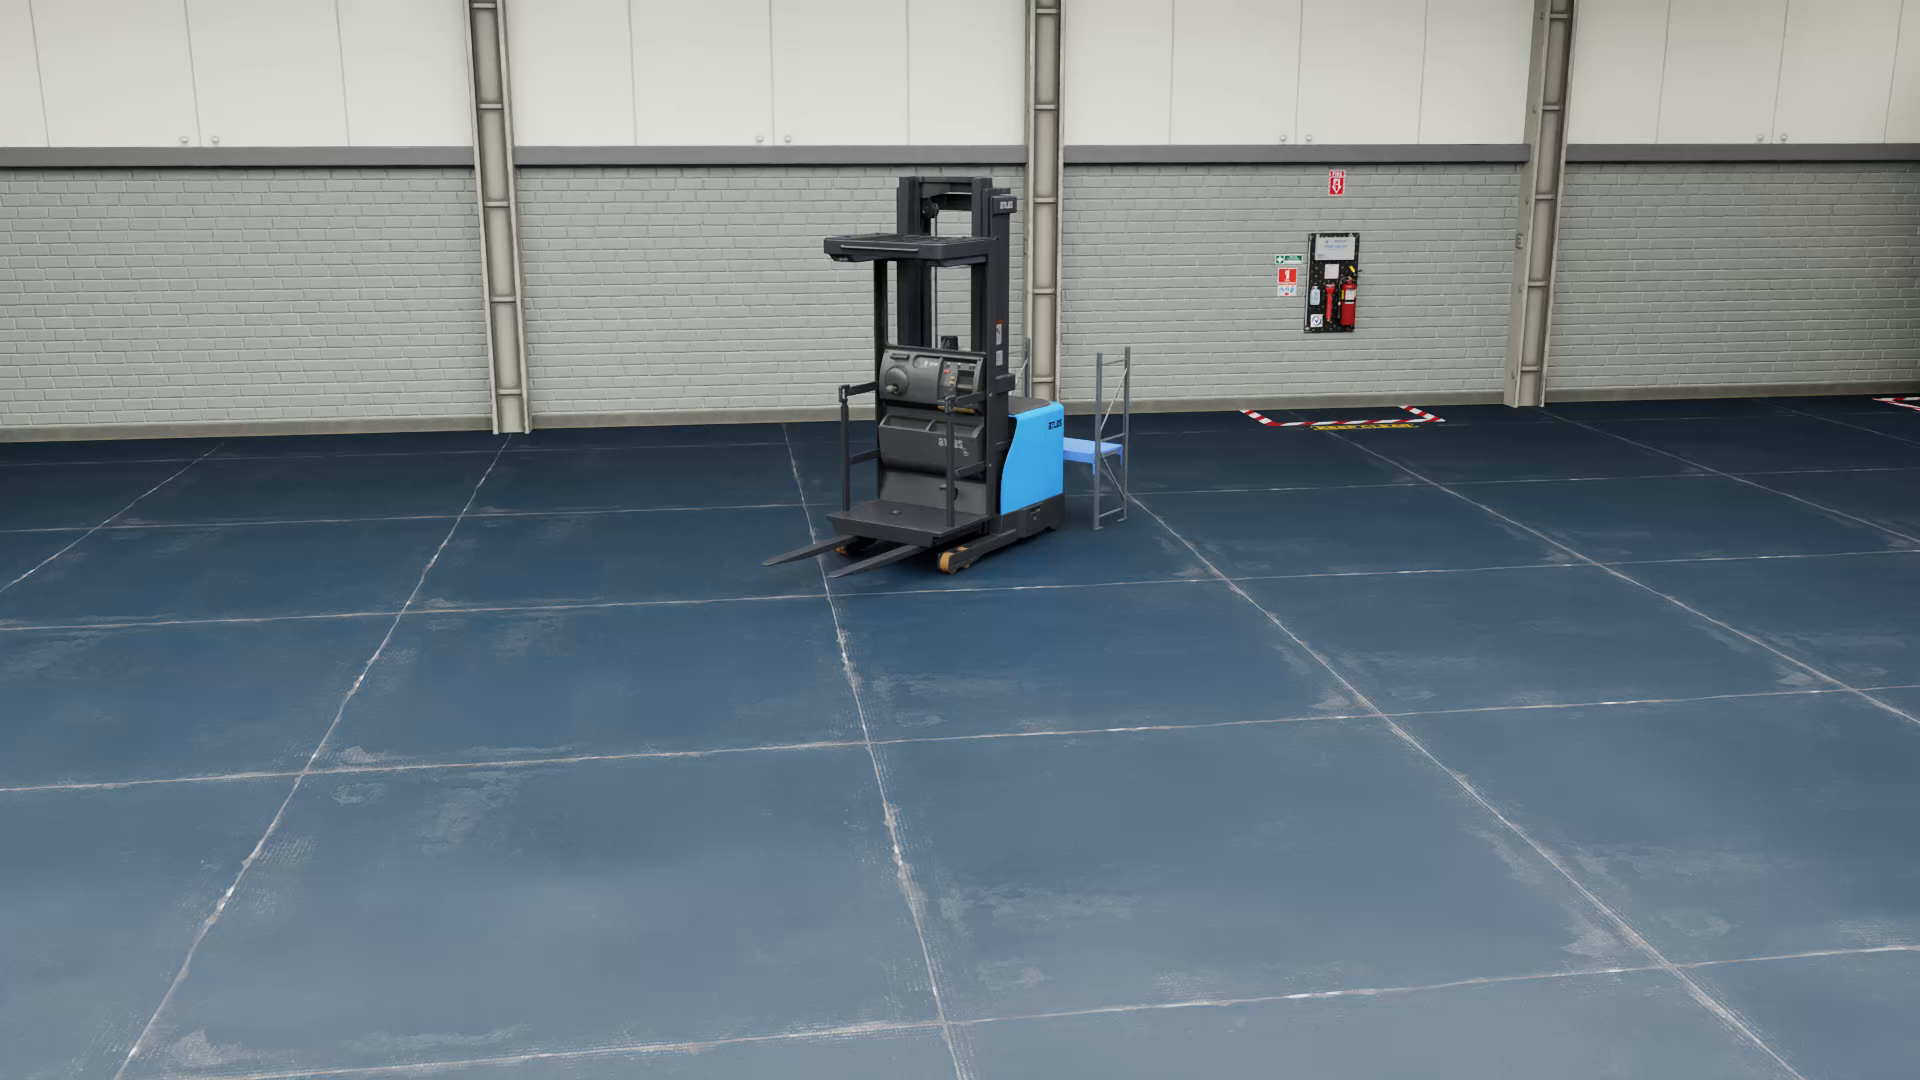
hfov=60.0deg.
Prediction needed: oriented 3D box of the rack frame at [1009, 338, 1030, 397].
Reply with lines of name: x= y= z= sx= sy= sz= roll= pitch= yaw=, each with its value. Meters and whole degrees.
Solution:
rack frame: x=0.463 y=-1.007 z=14.654 sx=0.032 sy=1.500 sz=0.500 roll=10 pitch=17 yaw=35

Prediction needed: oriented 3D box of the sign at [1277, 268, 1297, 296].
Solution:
sign: x=3.863 y=-3.046 z=19.629 sx=0.234 sy=0.329 sz=0.001 roll=-2 pitch=14 yaw=-8

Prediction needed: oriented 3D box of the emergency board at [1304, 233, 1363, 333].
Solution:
emergency board: x=4.425 y=-3.024 z=19.614 sx=0.643 sy=1.169 sz=0.194 roll=-2 pitch=14 yaw=-8

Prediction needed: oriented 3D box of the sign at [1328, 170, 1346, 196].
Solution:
sign: x=4.402 y=-4.172 z=19.427 sx=0.199 sy=0.298 sz=0.001 roll=-2 pitch=14 yaw=-8

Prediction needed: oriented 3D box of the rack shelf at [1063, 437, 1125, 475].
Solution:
rack shelf: x=0.874 y=-0.760 z=14.407 sx=1.000 sy=0.185 sz=0.538 roll=10 pitch=17 yaw=35

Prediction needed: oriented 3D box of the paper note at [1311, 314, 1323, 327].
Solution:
paper note: x=4.240 y=-2.607 z=19.762 sx=0.142 sy=0.148 sz=0.016 roll=-2 pitch=14 yaw=-8

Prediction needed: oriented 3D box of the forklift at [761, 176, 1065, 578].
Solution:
forklift: x=-0.342 y=-1.294 z=12.857 sx=1.130 sy=2.935 sz=3.031 roll=9 pitch=17 yaw=32

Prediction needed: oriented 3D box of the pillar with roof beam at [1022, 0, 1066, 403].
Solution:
pillar with roof beam: x=1.583 y=-4.761 z=14.209 sx=0.400 sy=9.000 sz=9.100 roll=-2 pitch=14 yaw=-8

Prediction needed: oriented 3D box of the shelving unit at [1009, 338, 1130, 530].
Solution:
shelving unit: x=0.874 y=-0.934 z=14.363 sx=1.048 sy=1.500 sz=0.538 roll=10 pitch=17 yaw=35

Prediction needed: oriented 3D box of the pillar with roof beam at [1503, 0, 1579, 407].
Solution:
pillar with roof beam: x=7.516 y=-4.979 z=15.076 sx=0.400 sy=9.000 sz=9.100 roll=-2 pitch=14 yaw=-8

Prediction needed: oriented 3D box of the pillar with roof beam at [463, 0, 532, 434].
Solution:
pillar with roof beam: x=-4.350 y=-4.544 z=13.342 sx=0.400 sy=9.000 sz=9.100 roll=-2 pitch=14 yaw=-8

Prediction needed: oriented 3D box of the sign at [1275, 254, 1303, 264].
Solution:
sign: x=3.869 y=-3.301 z=19.556 sx=0.331 sy=0.109 sz=0.001 roll=-2 pitch=14 yaw=-8

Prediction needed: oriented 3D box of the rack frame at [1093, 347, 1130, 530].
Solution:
rack frame: x=1.285 y=-0.861 z=14.073 sx=0.032 sy=1.500 sz=0.500 roll=10 pitch=17 yaw=35
